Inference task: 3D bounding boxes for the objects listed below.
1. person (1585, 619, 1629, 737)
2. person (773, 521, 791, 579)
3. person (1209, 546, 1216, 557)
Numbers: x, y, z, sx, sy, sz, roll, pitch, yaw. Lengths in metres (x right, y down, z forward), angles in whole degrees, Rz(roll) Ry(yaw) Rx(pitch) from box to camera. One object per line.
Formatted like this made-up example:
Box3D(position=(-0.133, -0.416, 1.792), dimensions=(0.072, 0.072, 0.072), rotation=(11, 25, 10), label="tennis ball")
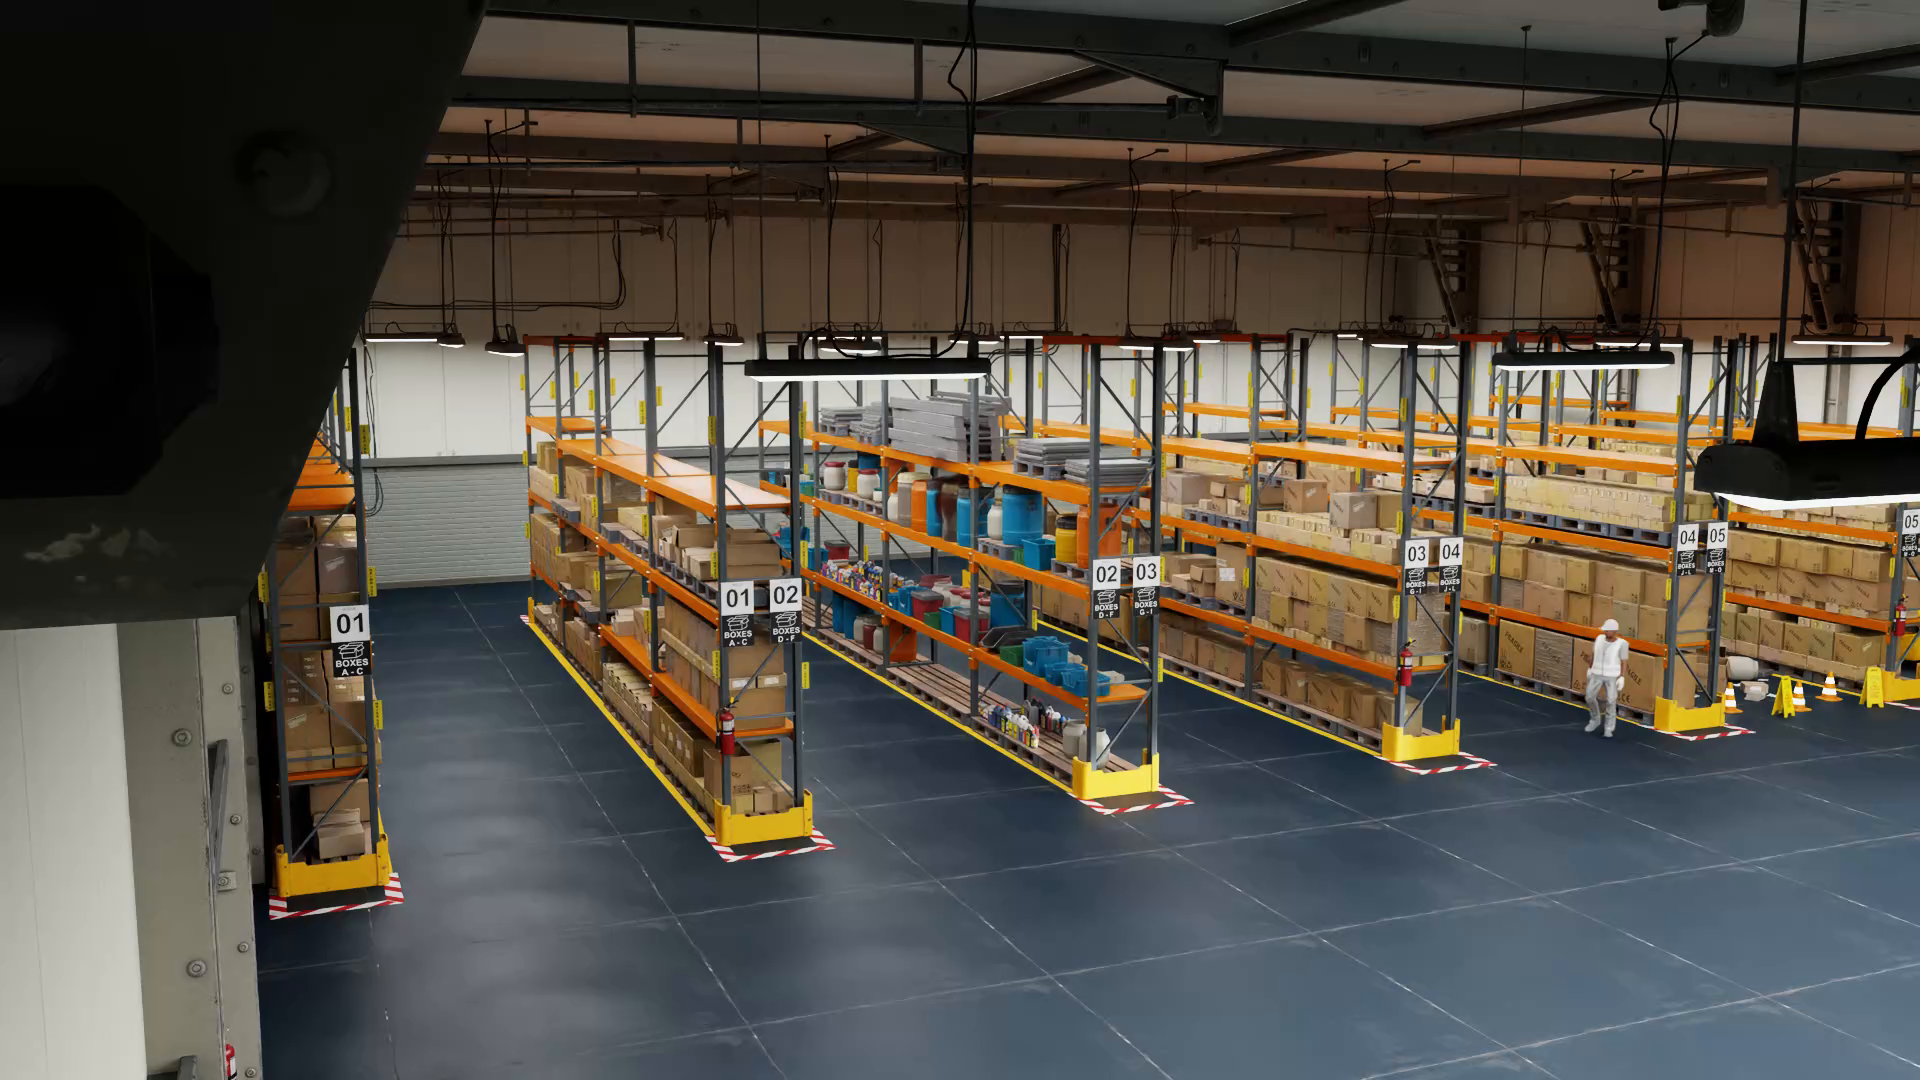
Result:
Box3D(position=(9.835, 2.093, 25.331), dimensions=(0.627, 1.804, 0.440), rotation=(6, 10, 38), label="person")
Box3D(position=(-4.014, 0.435, 37.979), dimensions=(0.373, 1.744, 0.560), rotation=(6, 10, 40), label="person")
Box3D(position=(6.485, -0.041, 42.046), dimensions=(0.434, 1.593, 0.518), rotation=(-2, 8, -18), label="person")
